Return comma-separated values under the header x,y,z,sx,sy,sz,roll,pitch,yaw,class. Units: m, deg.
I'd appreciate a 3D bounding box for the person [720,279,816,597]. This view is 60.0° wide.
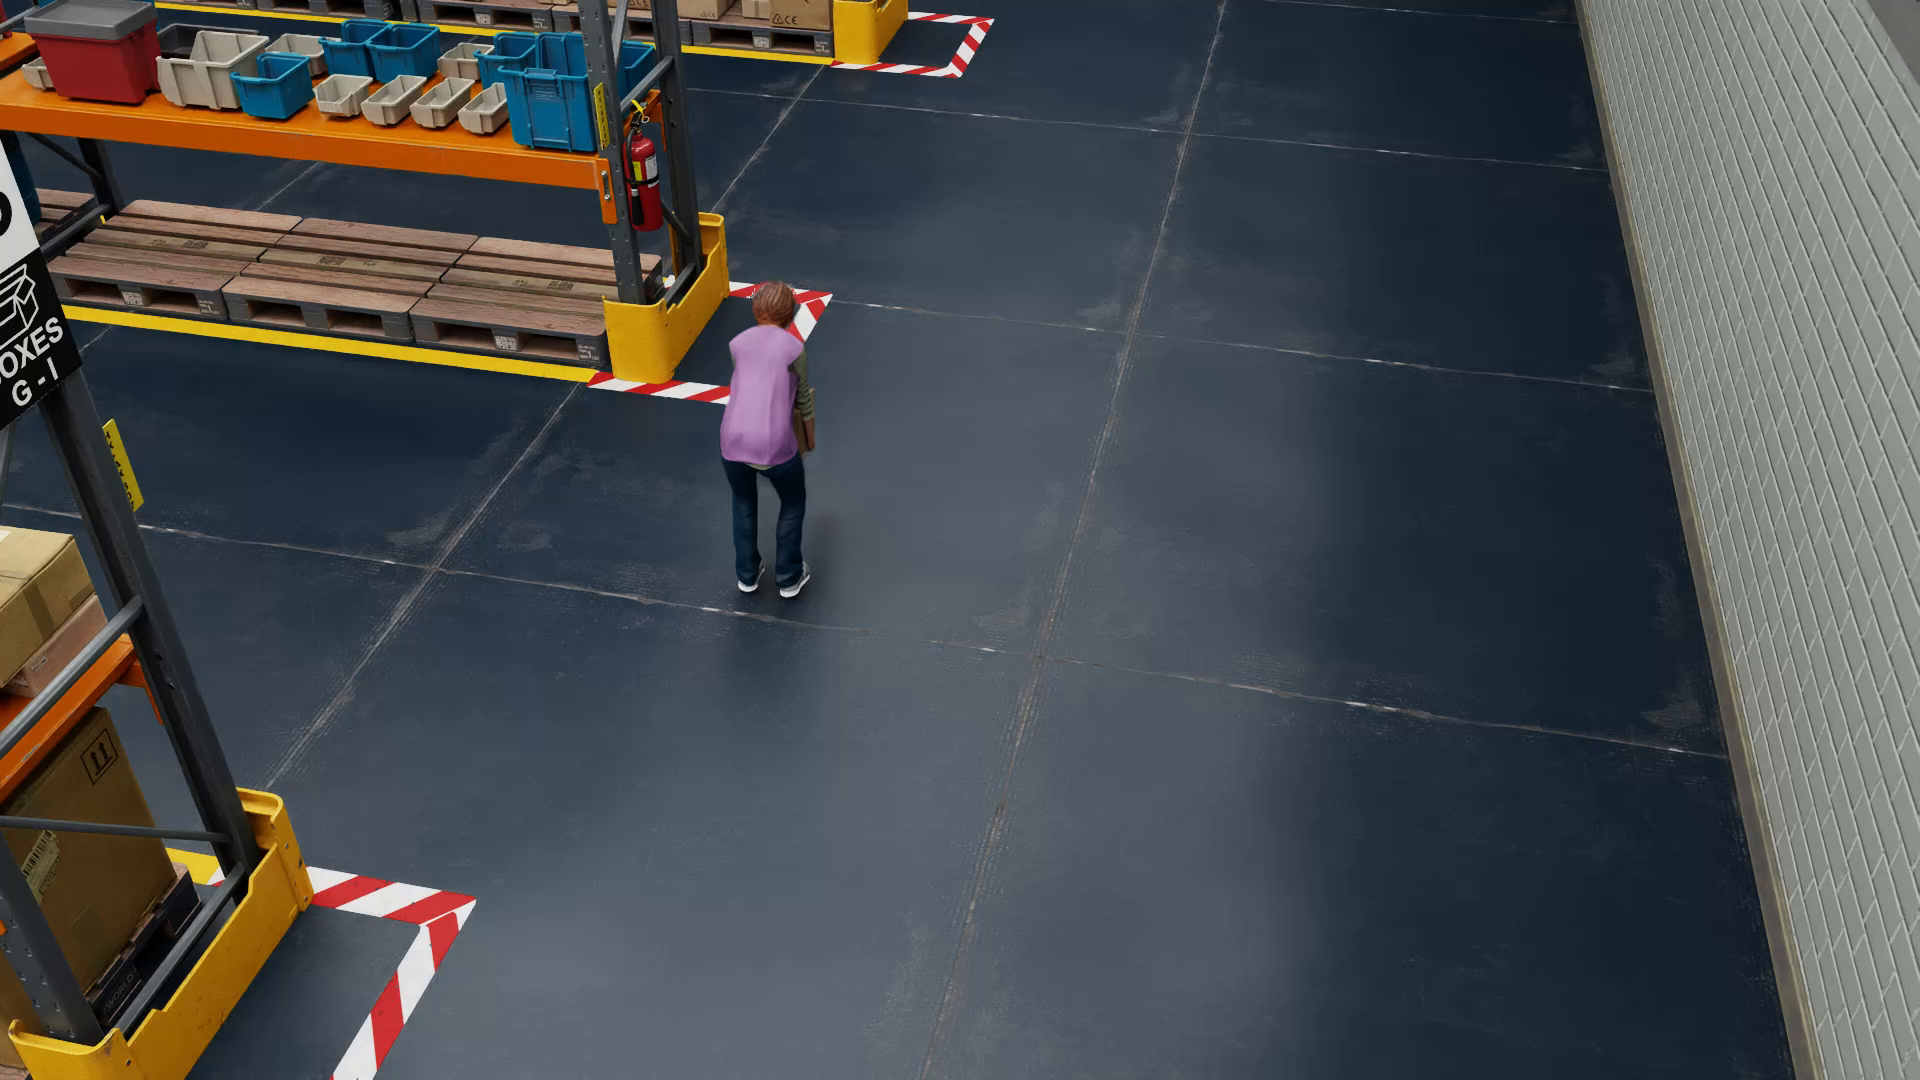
x,y,z,sx,sy,sz,roll,pitch,yaw,class
-0.871,-0.450,7.714,0.377,1.424,0.690,7,38,9,person
